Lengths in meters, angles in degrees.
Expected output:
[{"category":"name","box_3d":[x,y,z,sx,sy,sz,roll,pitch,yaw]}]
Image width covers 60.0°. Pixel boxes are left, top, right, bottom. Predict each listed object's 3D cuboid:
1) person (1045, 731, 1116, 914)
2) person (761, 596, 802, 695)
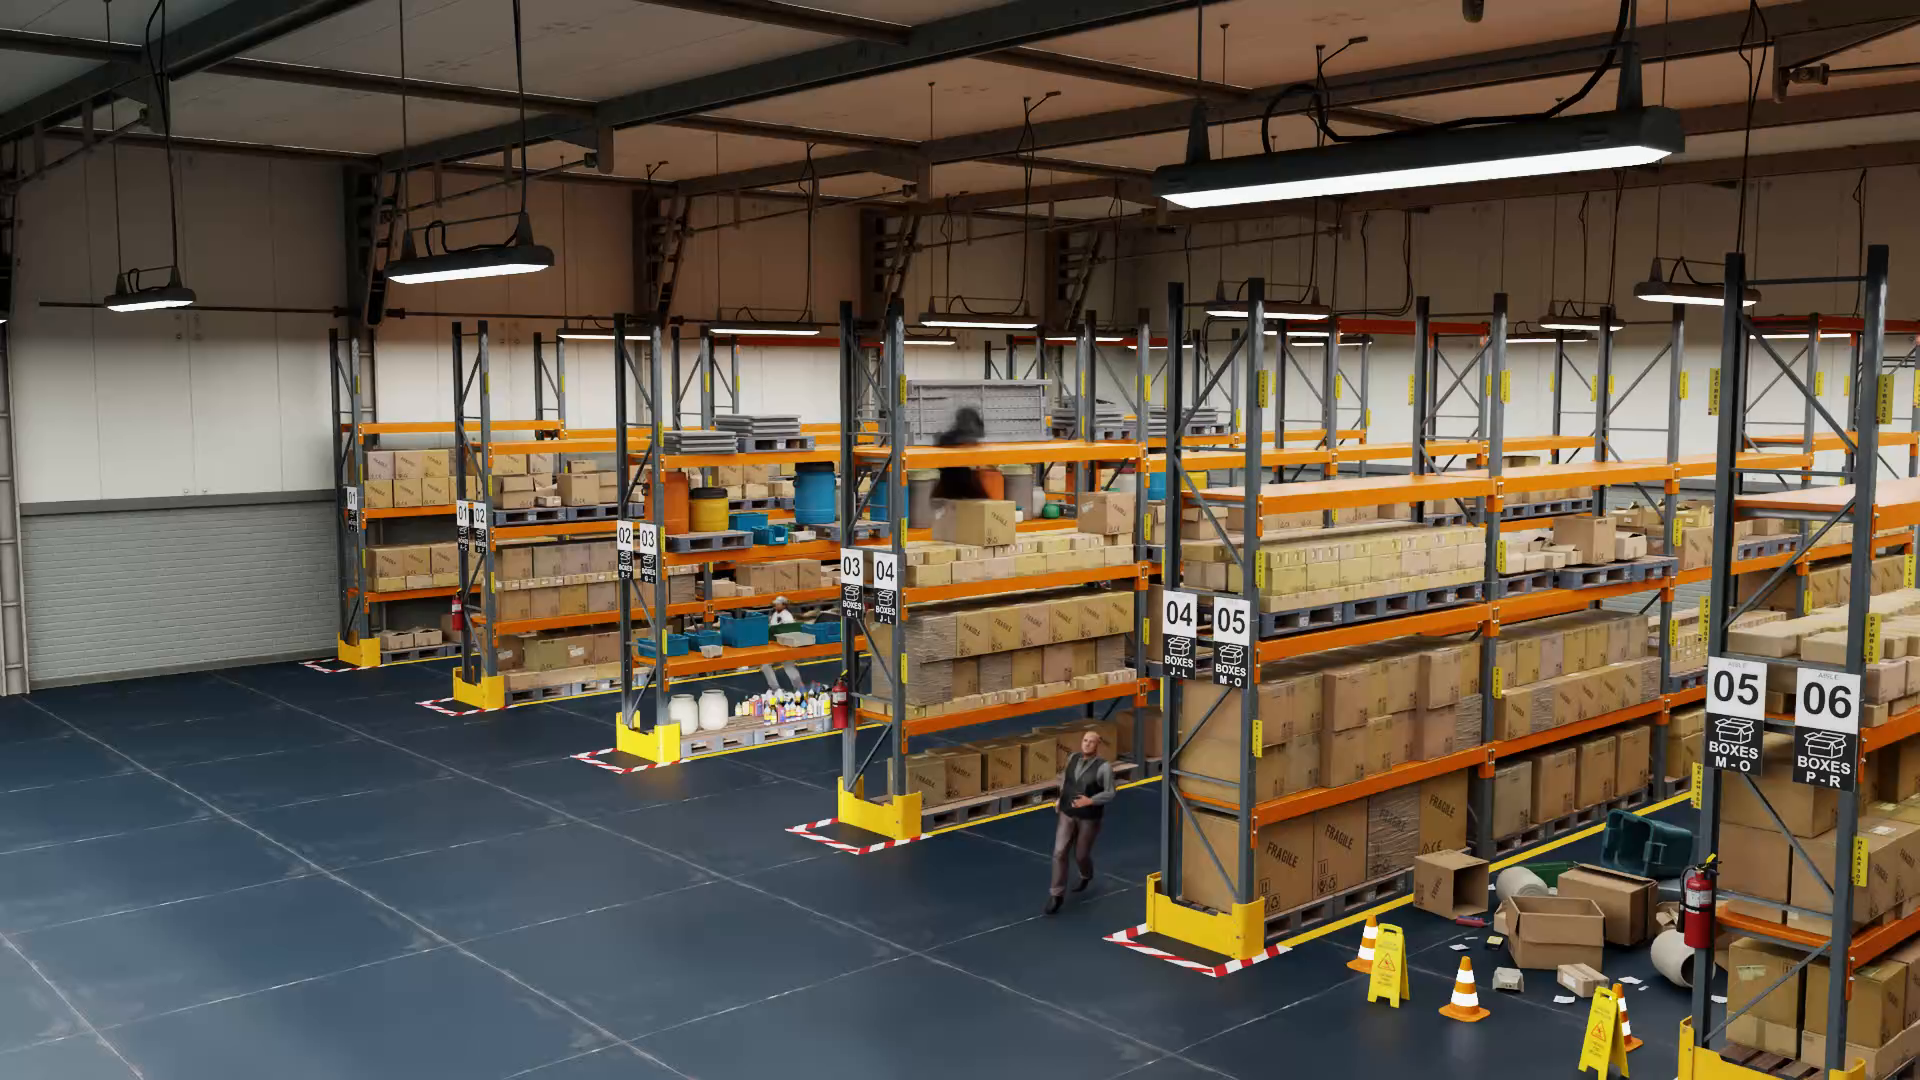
[{"category":"person","box_3d":[1.185,2.710,16.162,0.665,1.701,0.884,3,6,27]},{"category":"person","box_3d":[-2.845,1.731,26.464,0.594,1.701,0.775,5,8,44]}]
